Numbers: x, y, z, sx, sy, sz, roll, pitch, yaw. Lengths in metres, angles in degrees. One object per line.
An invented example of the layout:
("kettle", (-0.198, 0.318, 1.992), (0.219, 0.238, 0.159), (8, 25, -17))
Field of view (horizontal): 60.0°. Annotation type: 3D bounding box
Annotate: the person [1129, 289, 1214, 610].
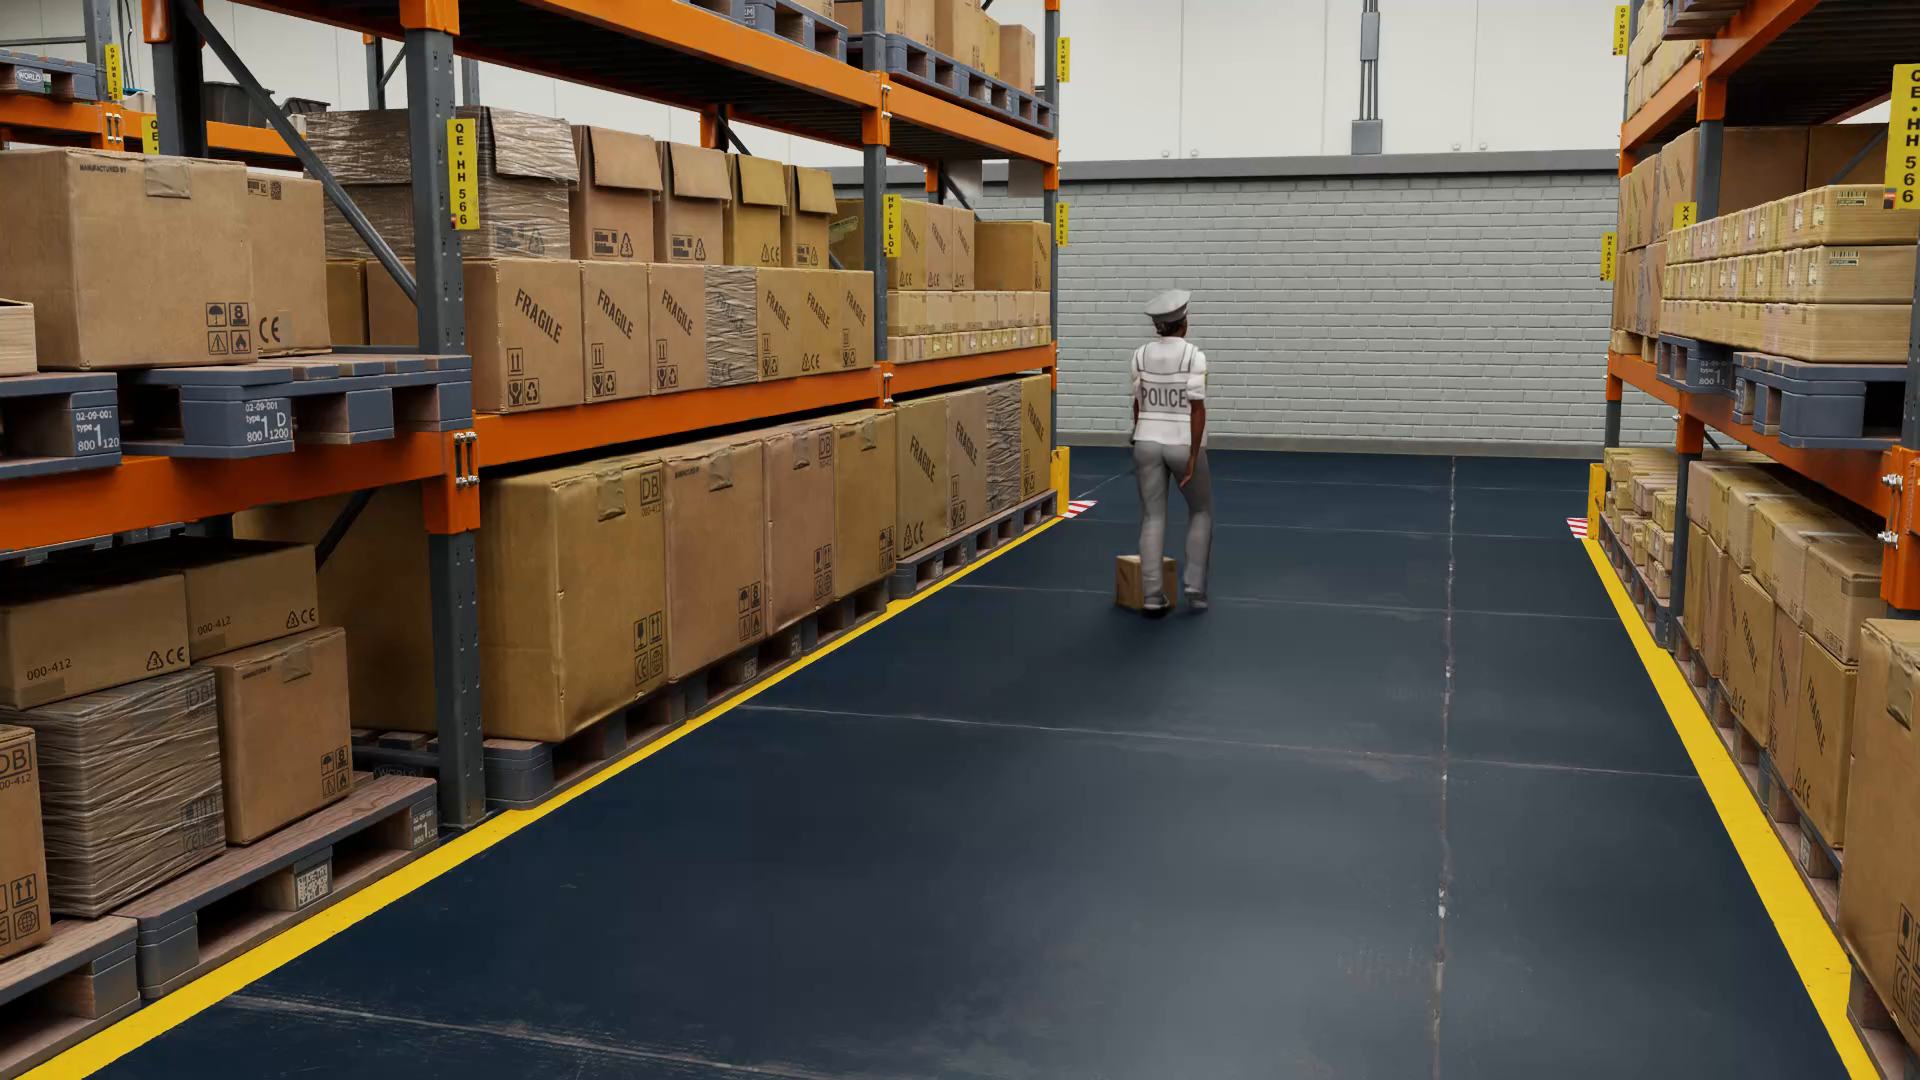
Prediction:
("person", (1.109, -0.435, 8.796), (0.436, 1.764, 0.557), (4, 9, 24))
